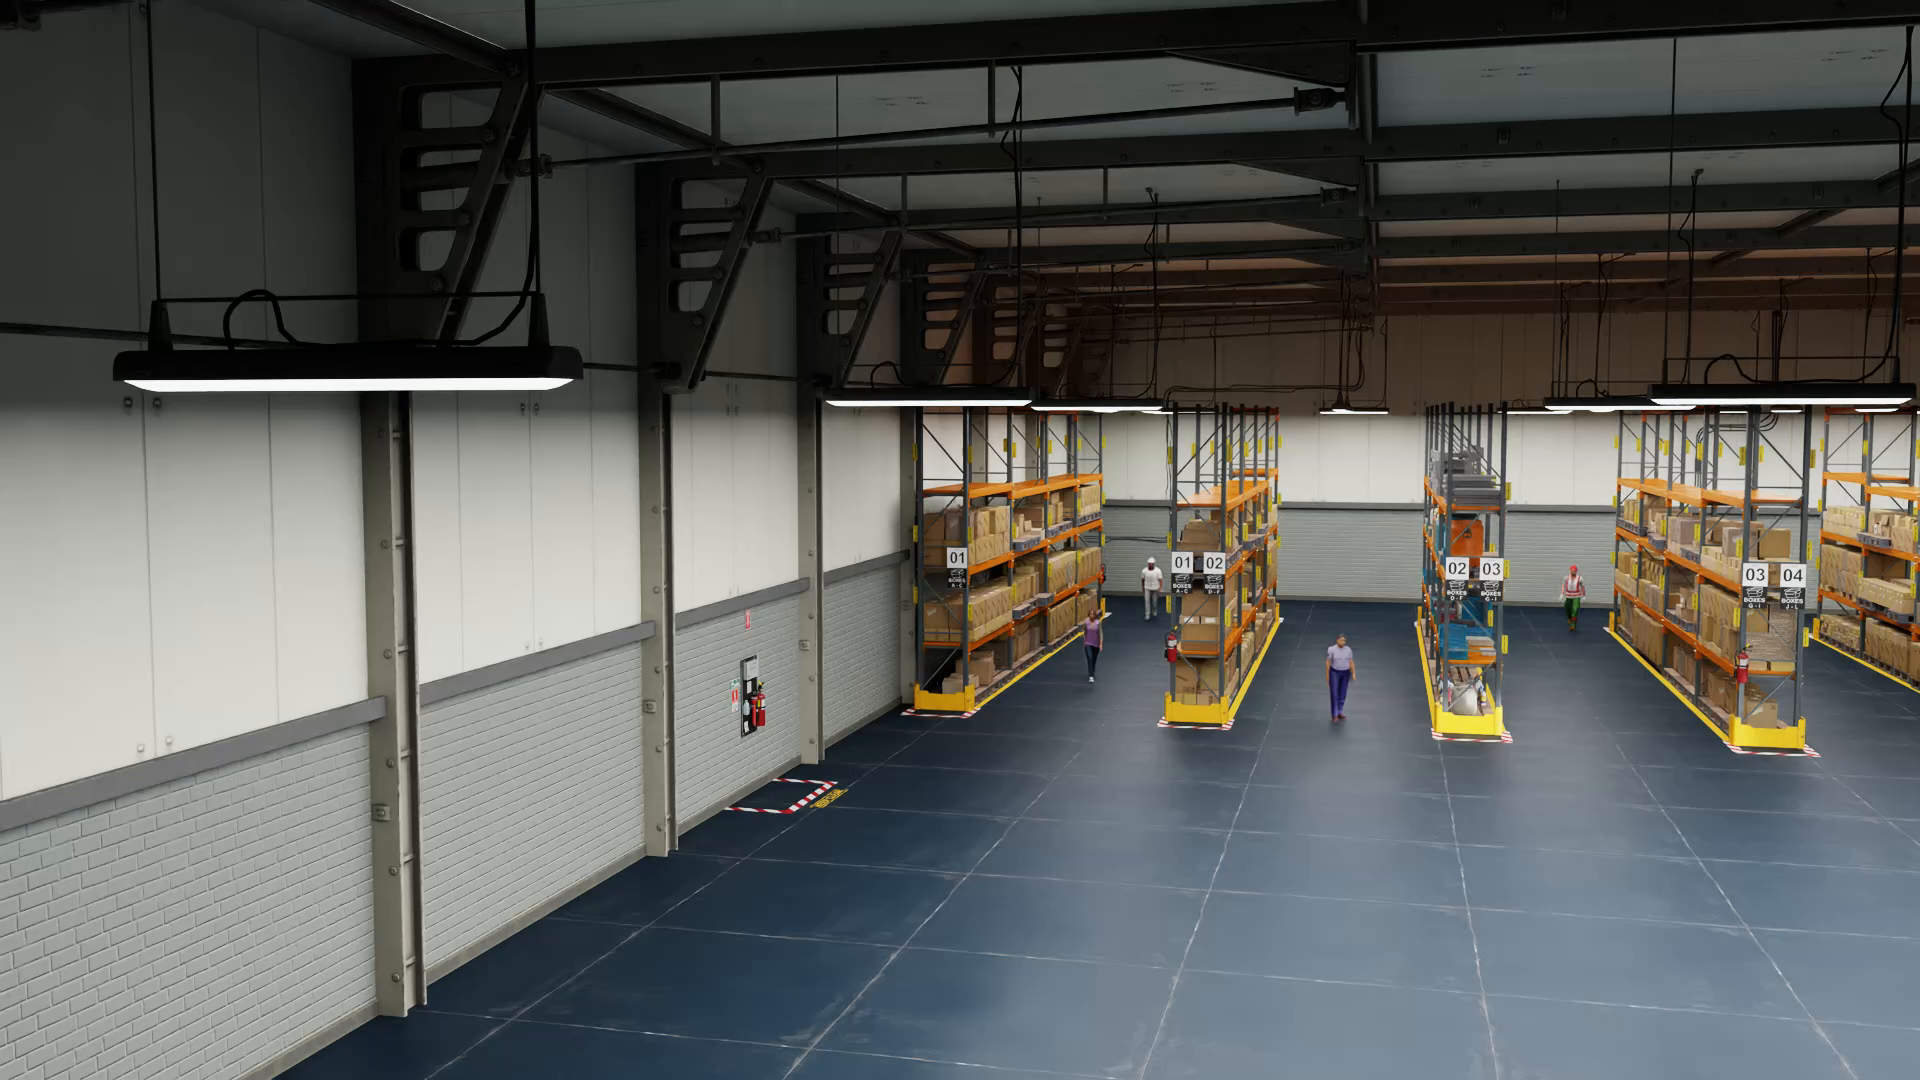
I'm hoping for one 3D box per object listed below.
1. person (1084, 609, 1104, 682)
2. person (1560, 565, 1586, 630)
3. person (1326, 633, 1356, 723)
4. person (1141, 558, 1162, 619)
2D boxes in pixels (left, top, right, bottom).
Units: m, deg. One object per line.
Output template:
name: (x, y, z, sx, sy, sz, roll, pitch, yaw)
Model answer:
person: (2.903, 2.269, 36.152, 0.406, 1.529, 1.006, 0, 4, -5)
person: (16.534, 1.533, 44.822, 0.621, 1.736, 0.995, 2, 5, 29)
person: (7.178, 2.606, 31.410, 0.527, 1.708, 0.505, -1, 4, -10)
person: (5.432, 1.371, 47.175, 0.602, 1.710, 1.081, 1, 4, 12)
